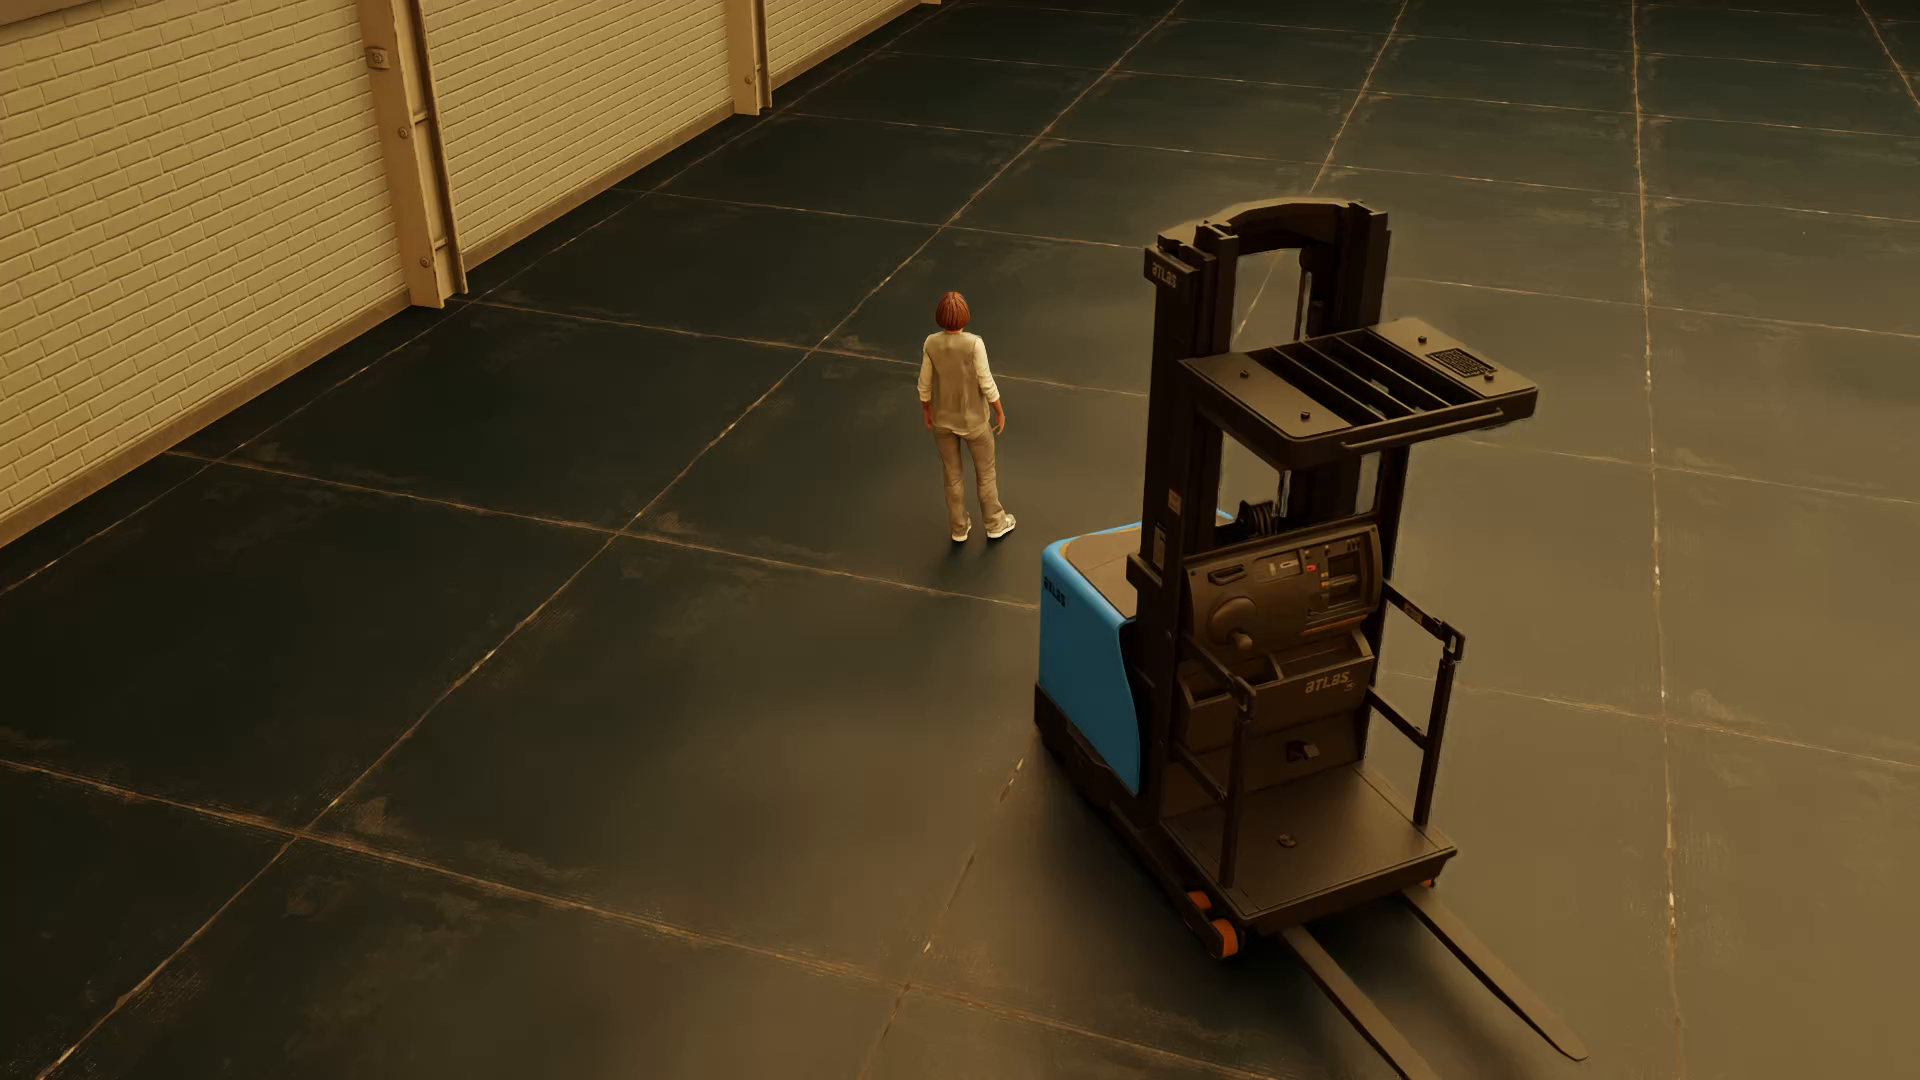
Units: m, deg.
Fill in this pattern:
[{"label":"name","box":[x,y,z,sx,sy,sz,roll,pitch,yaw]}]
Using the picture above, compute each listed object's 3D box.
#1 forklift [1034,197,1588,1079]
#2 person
[{"label":"forklift","box":[1.438,0.243,6.710,1.130,2.935,3.031,-13,32,-21]},{"label":"person","box":[0.037,-0.732,9.753,0.521,1.596,0.475,10,31,16]}]
